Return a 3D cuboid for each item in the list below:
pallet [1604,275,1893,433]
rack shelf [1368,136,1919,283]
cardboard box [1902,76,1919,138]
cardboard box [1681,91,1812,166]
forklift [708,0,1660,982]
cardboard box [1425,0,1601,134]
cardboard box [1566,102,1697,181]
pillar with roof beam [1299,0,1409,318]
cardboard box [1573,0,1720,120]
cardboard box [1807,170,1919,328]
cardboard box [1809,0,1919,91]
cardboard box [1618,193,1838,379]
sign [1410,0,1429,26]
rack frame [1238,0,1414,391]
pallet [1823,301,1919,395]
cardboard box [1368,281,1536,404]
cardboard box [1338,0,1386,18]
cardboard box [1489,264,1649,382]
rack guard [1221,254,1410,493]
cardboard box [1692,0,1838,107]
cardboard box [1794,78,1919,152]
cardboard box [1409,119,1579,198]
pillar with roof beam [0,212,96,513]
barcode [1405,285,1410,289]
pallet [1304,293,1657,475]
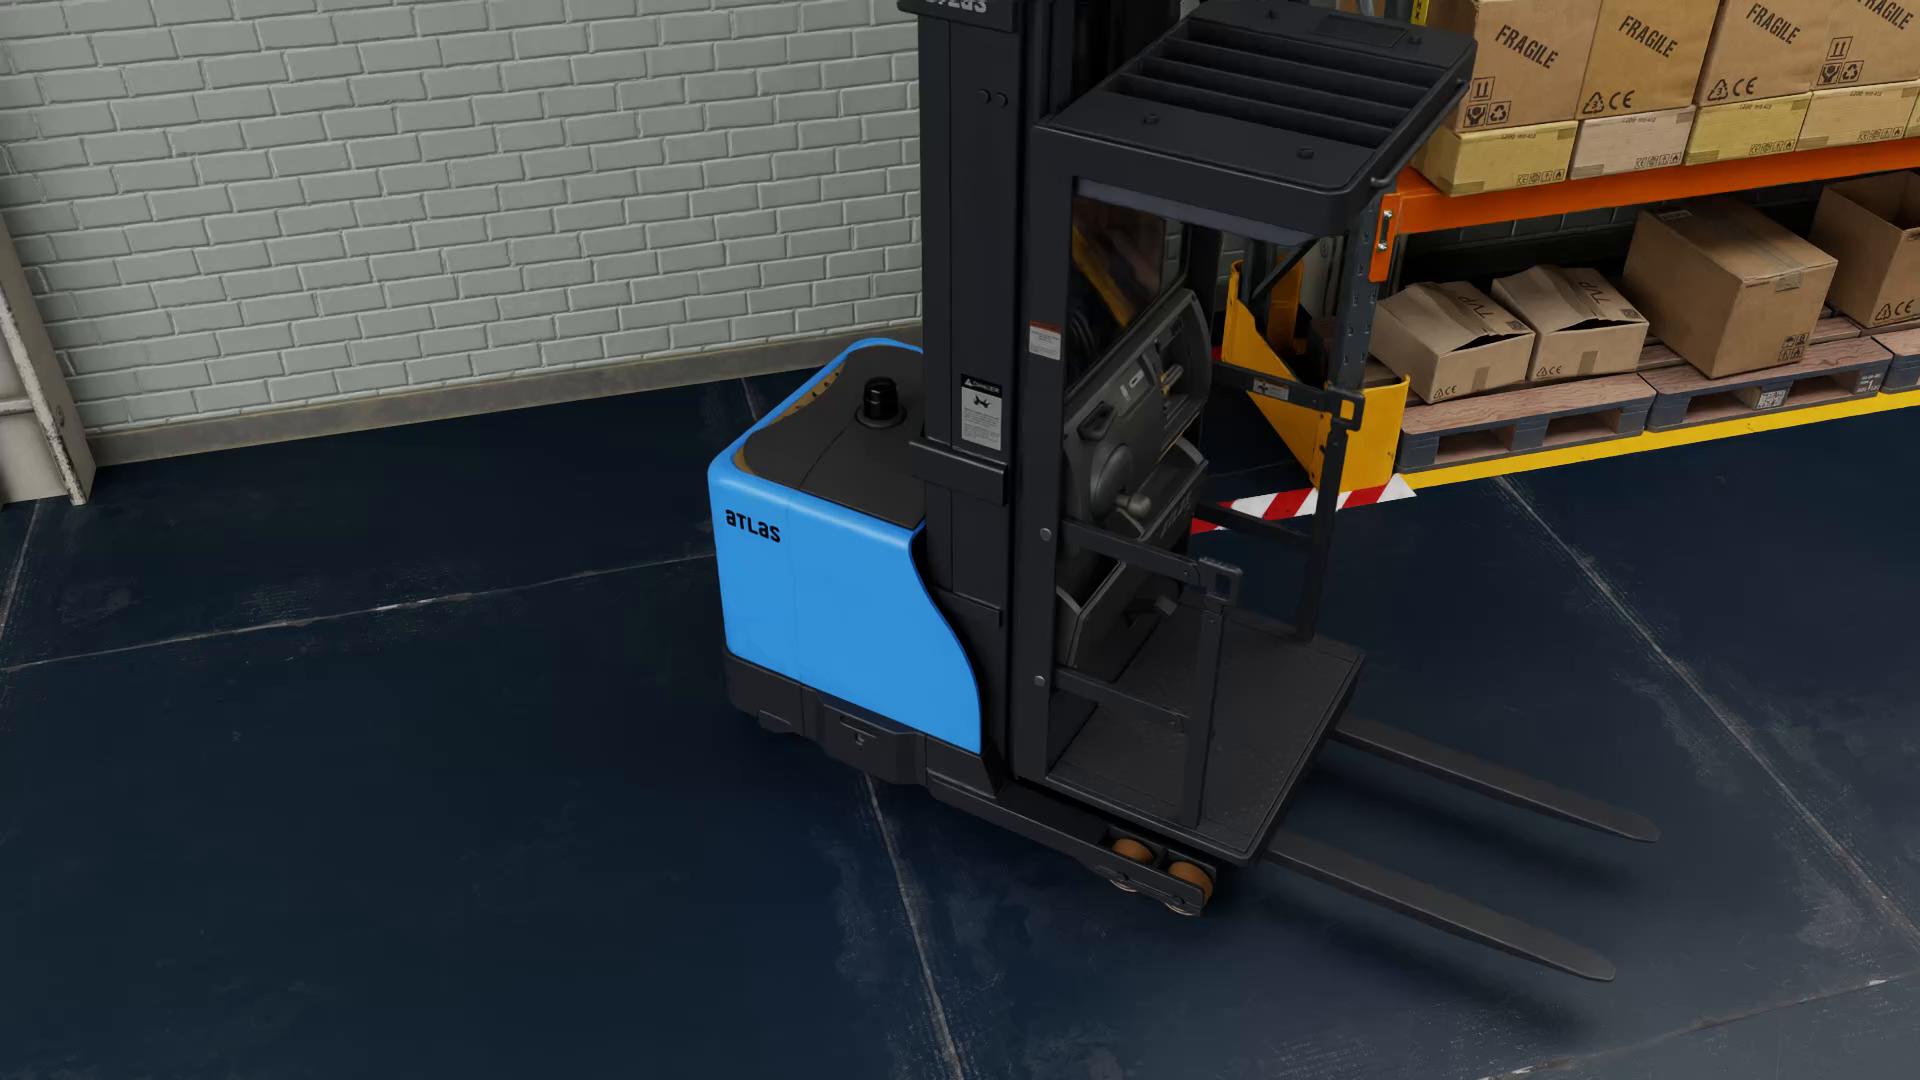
[{"bbox_3d":[3.504,-0.939,7.804,1.213,0.211,1.003,-9,38,-12],"label":"pallet"},{"bbox_3d":[3.392,-1.767,7.183,4.000,0.370,1.077,-9,38,-12],"label":"rack shelf"},{"bbox_3d":[3.980,-1.902,6.875,0.500,0.250,0.500,-10,38,-12],"label":"cardboard box"},{"bbox_3d":[3.006,-1.743,6.667,0.500,0.250,0.500,-10,39,-13],"label":"cardboard box"},{"bbox_3d":[0.709,-0.361,4.810,3.031,2.935,1.130,19,41,23],"label":"forklift"},{"bbox_3d":[2.001,-1.881,6.230,0.500,0.500,0.500,-9,38,-12],"label":"cardboard box"},{"bbox_3d":[2.513,-1.666,6.566,0.500,0.250,0.500,-10,39,-13],"label":"cardboard box"},{"bbox_3d":[3.034,-2.212,2.235,0.400,9.000,9.100,-9,38,-12],"label":"pillar with roof beam"},{"bbox_3d":[2.480,-1.954,6.325,0.500,0.500,0.500,-9,38,-12],"label":"cardboard box"},{"bbox_3d":[4.332,-1.363,7.759,0.500,0.500,0.500,-12,39,-15],"label":"cardboard box"},{"bbox_3d":[3.476,-2.121,6.543,0.500,0.500,0.500,-8,38,-11],"label":"cardboard box"},{"bbox_3d":[3.425,-1.152,7.482,0.500,0.500,0.700,-12,39,-15],"label":"cardboard box"},{"bbox_3d":[1.603,-1.761,5.871,0.005,0.325,0.100,-9,38,-12],"label":"sign"},{"bbox_3d":[1.461,-1.736,6.550,0.127,3.000,1.000,-9,38,-12],"label":"rack frame"},{"bbox_3d":[4.684,-1.135,8.060,1.213,0.211,1.003,-9,38,-12],"label":"pallet"},{"bbox_3d":[2.153,-0.899,7.308,0.500,0.311,0.500,-14,39,-17],"label":"cardboard box"},{"bbox_3d":[1.861,-2.181,6.622,0.500,0.500,0.500,-10,38,-12],"label":"cardboard box"},{"bbox_3d":[2.703,-0.990,7.426,0.500,0.311,0.500,-6,38,-8],"label":"cardboard box"},{"bbox_3d":[1.535,-0.755,7.325,0.348,0.500,1.175,-9,38,-12],"label":"rack guard"},{"bbox_3d":[2.981,-2.032,6.427,0.500,0.500,0.500,-11,39,-13],"label":"cardboard box"},{"bbox_3d":[3.495,-1.822,6.770,0.500,0.250,0.500,-9,38,-12],"label":"cardboard box"},{"bbox_3d":[2.015,-1.575,6.447,0.500,0.250,0.500,-10,39,-13],"label":"cardboard box"},{"bbox_3d":[-2.758,-1.261,0.992,0.400,9.000,9.100,-9,38,-12],"label":"pillar with roof beam"},{"bbox_3d":[2.066,-1.140,7.615,0.075,0.075,0.001,-9,38,-12],"label":"barcode"},{"bbox_3d":[2.328,-0.748,7.554,1.213,0.211,1.003,-9,38,-12],"label":"pallet"}]
